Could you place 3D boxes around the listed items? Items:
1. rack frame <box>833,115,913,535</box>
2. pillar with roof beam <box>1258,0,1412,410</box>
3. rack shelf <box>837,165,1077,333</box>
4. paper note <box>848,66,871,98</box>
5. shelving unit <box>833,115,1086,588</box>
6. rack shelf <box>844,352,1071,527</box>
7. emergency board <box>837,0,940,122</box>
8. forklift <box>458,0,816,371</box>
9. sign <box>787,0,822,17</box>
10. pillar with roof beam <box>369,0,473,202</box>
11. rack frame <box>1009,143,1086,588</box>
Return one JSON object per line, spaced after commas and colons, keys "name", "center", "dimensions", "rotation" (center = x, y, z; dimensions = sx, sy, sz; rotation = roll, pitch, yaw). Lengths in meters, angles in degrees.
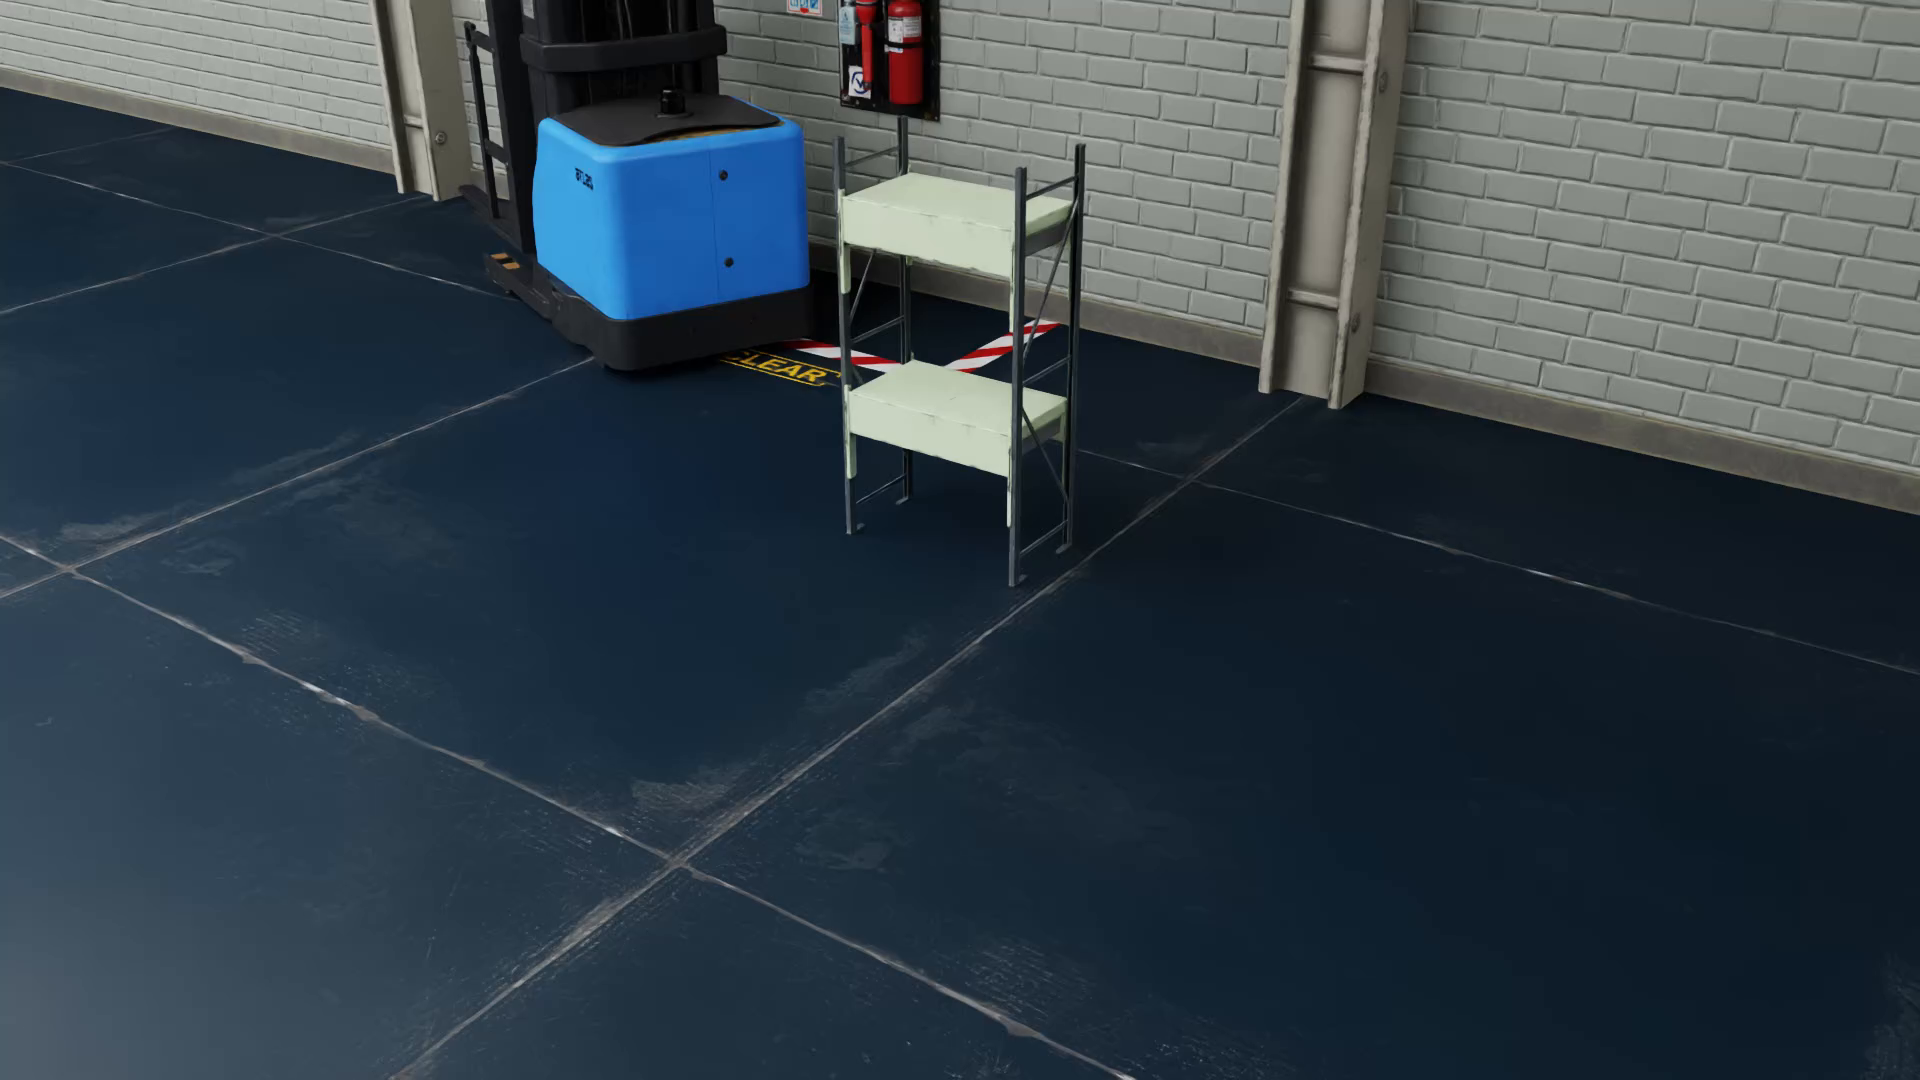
{"name": "rack frame", "center": [-0.307, -0.764, 6.098], "dimensions": [0.023, 1.500, 0.400], "rotation": [17, 32, 30]}
{"name": "pillar with roof beam", "center": [-0.830, -3.086, 2.393], "dimensions": [0.400, 9.000, 9.100], "rotation": [17, 32, 30]}
{"name": "rack shelf", "center": [-0.006, -1.018, 5.736], "dimensions": [0.720, 0.370, 0.431], "rotation": [17, 32, 30]}
{"name": "paper note", "center": [-0.515, -2.350, 8.531], "dimensions": [0.142, 0.148, 0.016], "rotation": [17, 32, 30]}
{"name": "shelving unit", "center": [-0.006, -0.670, 5.913], "dimensions": [0.755, 1.500, 0.431], "rotation": [17, 32, 30]}
{"name": "rack shelf", "center": [-0.006, -0.380, 6.061], "dimensions": [0.720, 0.370, 0.431], "rotation": [17, 32, 30]}
{"name": "emergency board", "center": [-0.408, -2.671, 8.191], "dimensions": [0.643, 1.169, 0.194], "rotation": [17, 32, 30]}
{"name": "forklift", "center": [-1.904, -2.708, 8.340], "dimensions": [1.130, 2.935, 3.031], "rotation": [-16, 31, -28]}
{"name": "sign", "center": [-0.805, -2.867, 8.538], "dimensions": [0.234, 0.329, 0.001], "rotation": [17, 32, 30]}
{"name": "pillar with roof beam", "center": [-5.776, -4.627, 5.421], "dimensions": [0.400, 9.000, 9.100], "rotation": [17, 32, 30]}
{"name": "rack frame", "center": [0.296, -0.576, 5.729], "dimensions": [0.023, 1.500, 0.400], "rotation": [17, 32, 30]}
